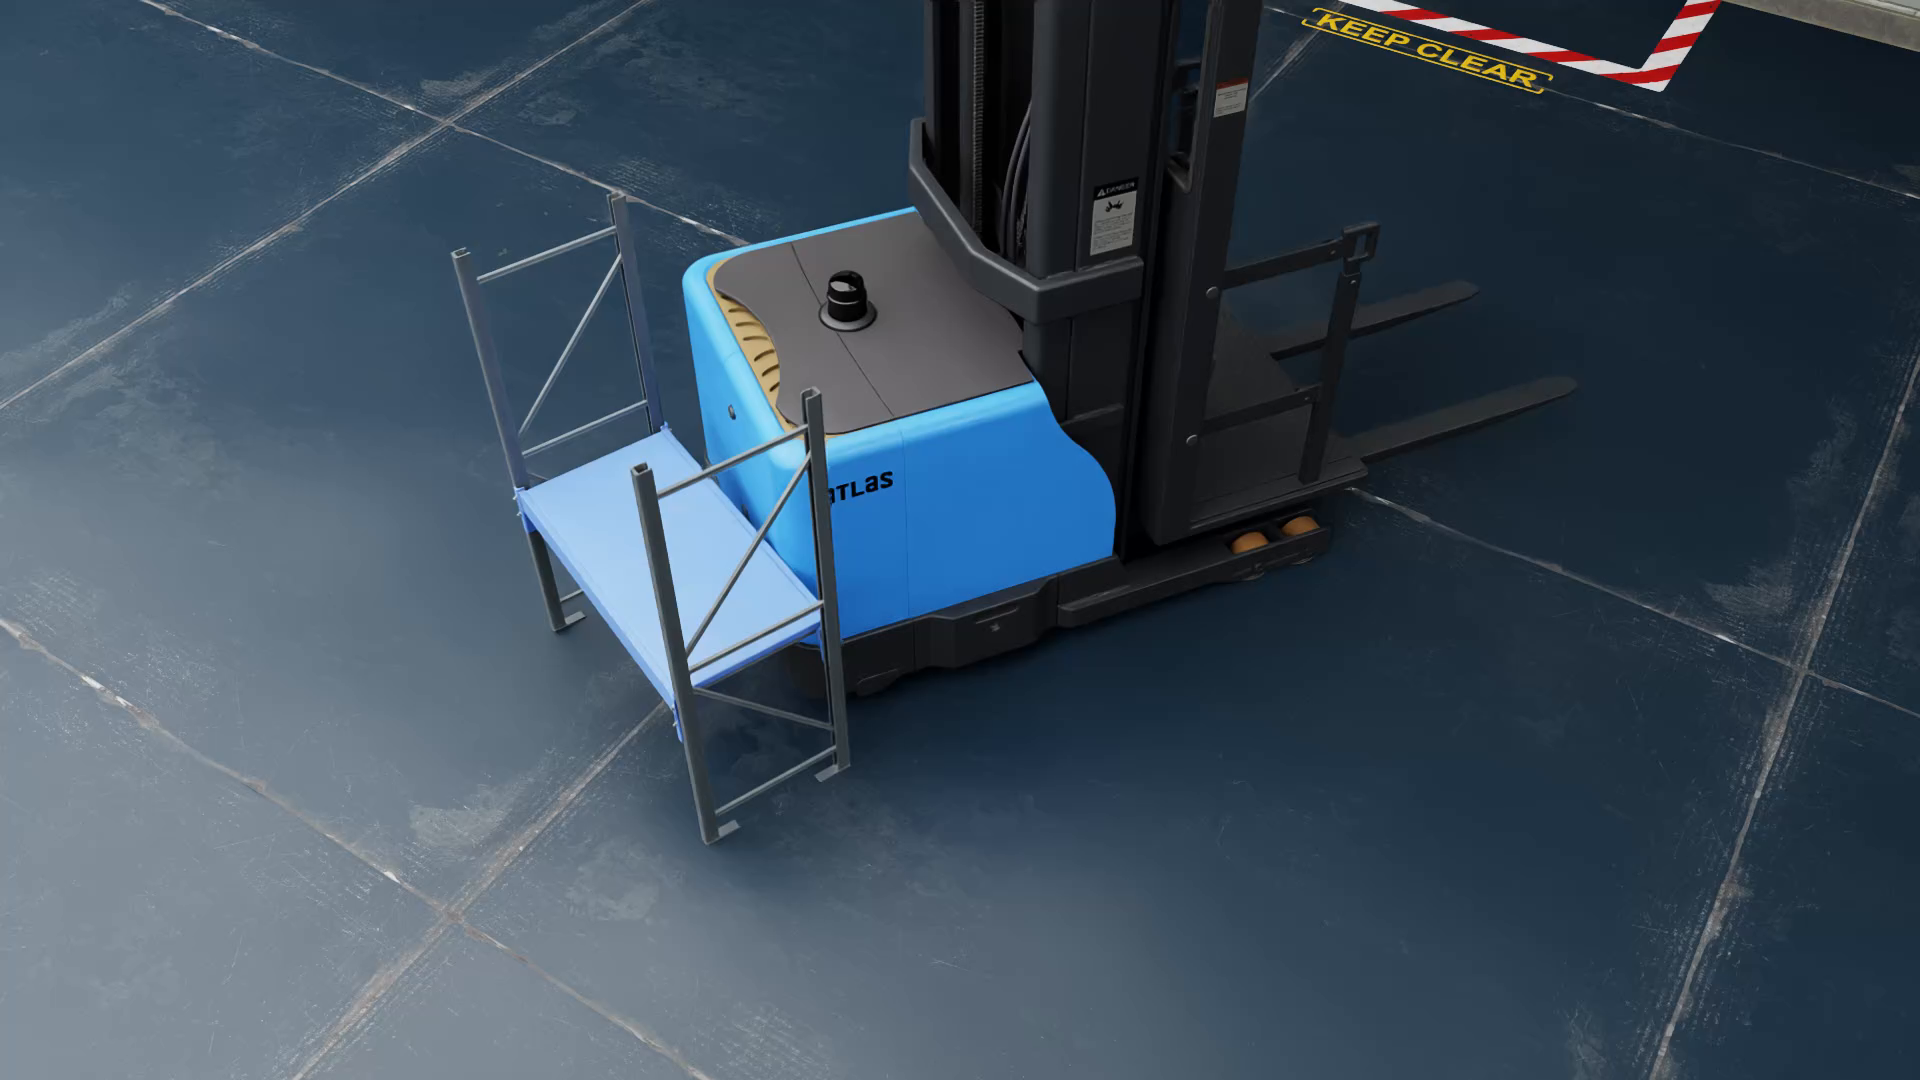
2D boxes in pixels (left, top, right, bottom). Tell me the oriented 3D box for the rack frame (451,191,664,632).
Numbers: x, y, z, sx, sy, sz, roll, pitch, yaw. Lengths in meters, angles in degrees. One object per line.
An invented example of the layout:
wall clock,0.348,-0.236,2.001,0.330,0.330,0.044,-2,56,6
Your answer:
rack frame,-1.134,-0.332,5.027,0.500,1.500,0.032,-27,52,-24

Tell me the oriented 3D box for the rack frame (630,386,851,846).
rack frame,-0.546,0.263,4.449,0.500,1.500,0.032,-27,52,-24

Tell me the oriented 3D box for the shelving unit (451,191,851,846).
shelving unit,-0.840,-0.034,4.738,0.538,1.500,1.048,-27,52,-24

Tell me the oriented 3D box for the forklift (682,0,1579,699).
forklift,0.703,-1.219,4.891,3.031,2.935,1.130,-17,48,-16

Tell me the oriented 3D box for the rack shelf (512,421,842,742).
rack shelf,-0.840,0.091,4.867,0.538,0.185,1.000,-27,52,-24
